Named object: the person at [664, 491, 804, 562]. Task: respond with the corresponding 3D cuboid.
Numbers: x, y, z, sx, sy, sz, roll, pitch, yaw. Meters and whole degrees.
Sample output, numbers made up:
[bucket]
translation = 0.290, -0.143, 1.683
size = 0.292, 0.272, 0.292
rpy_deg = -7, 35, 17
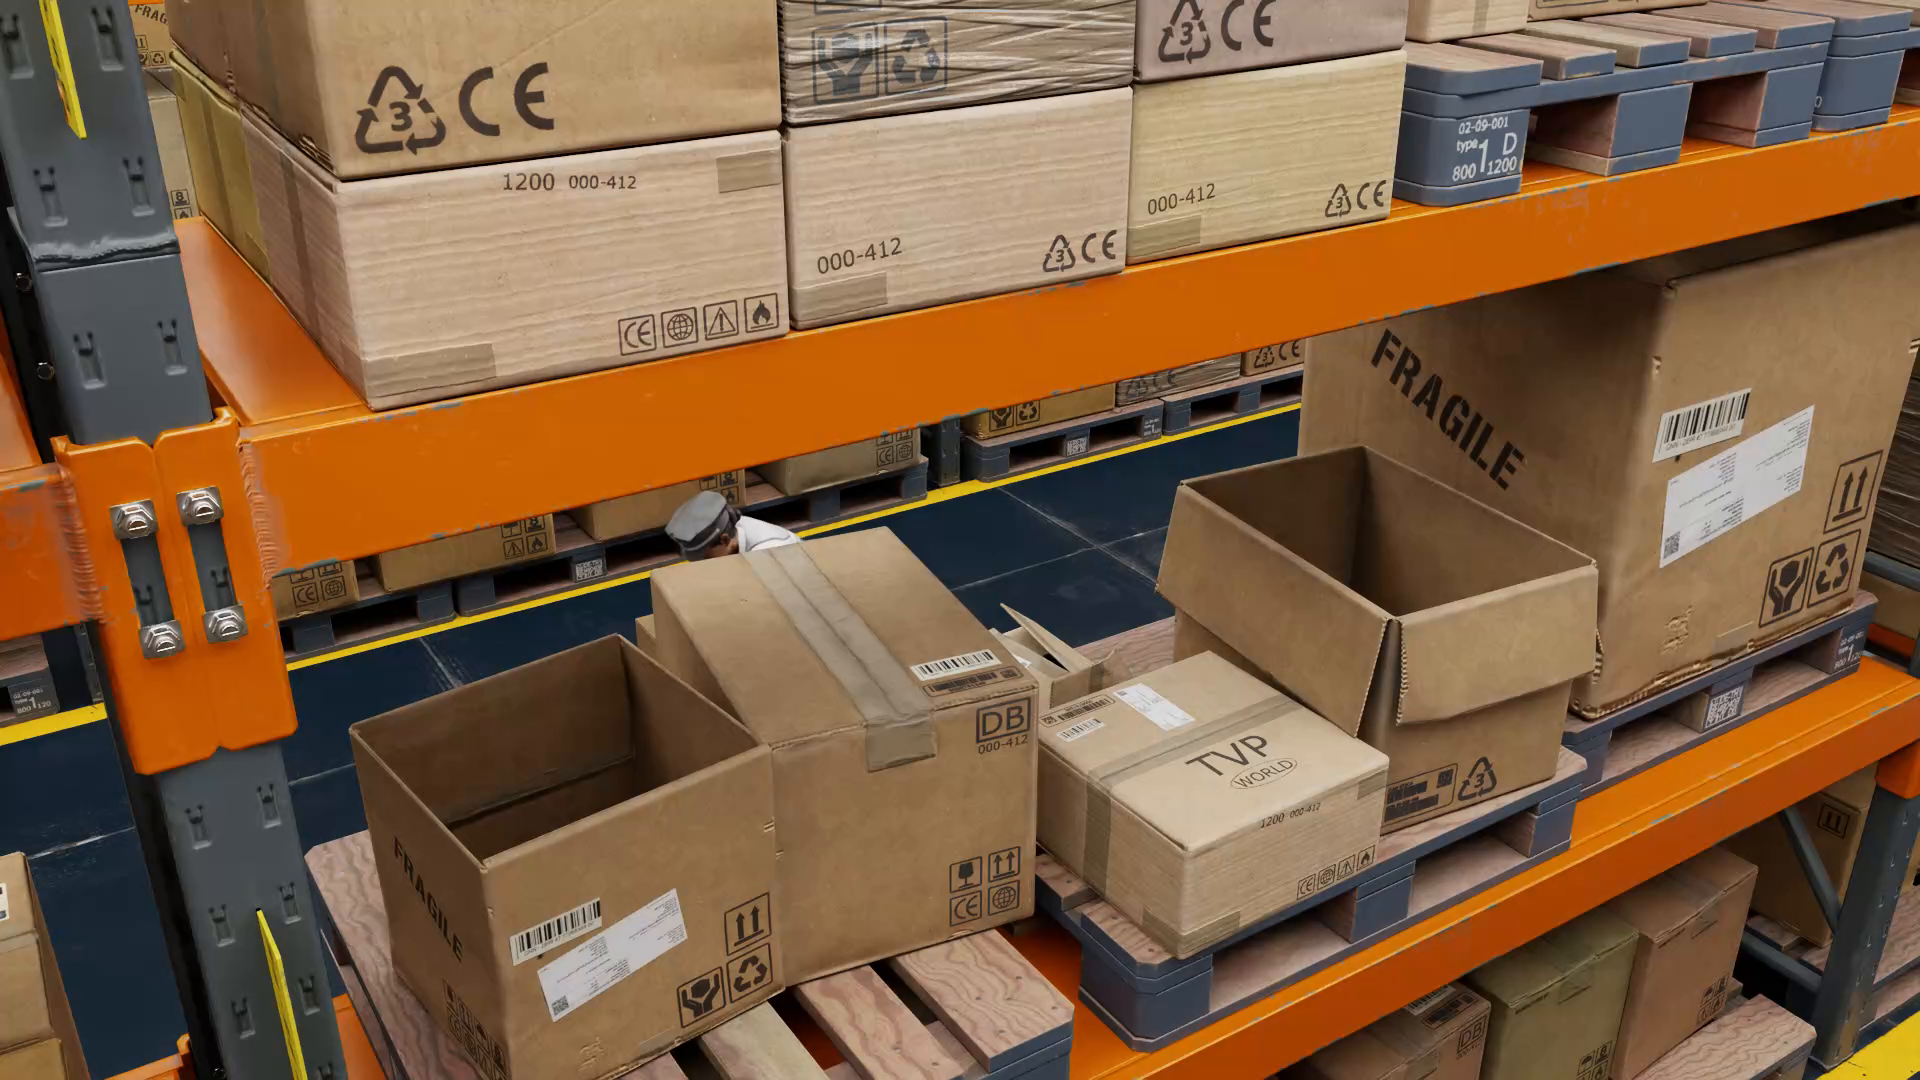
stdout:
[person]
translation = -0.806, 0.214, 6.491
size = 0.817, 0.967, 0.493
rpy_deg = -16, 29, -30
